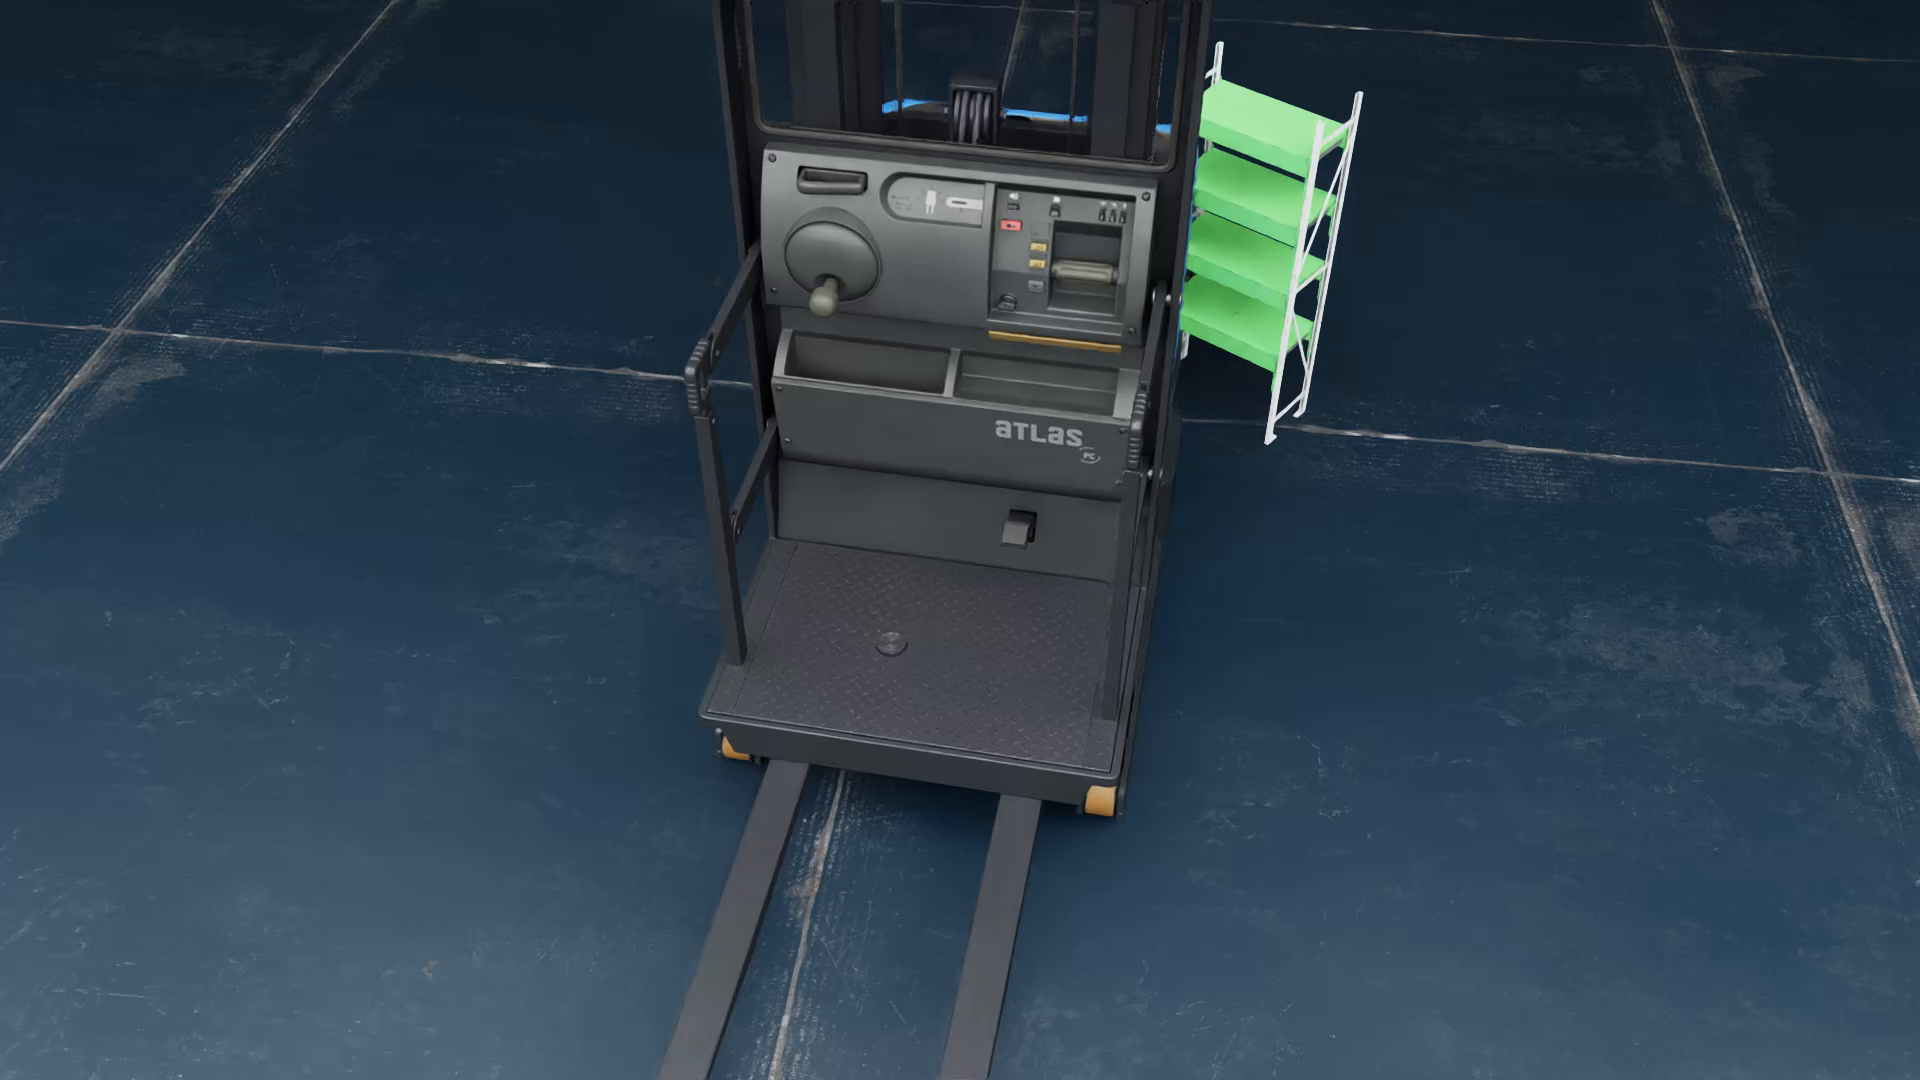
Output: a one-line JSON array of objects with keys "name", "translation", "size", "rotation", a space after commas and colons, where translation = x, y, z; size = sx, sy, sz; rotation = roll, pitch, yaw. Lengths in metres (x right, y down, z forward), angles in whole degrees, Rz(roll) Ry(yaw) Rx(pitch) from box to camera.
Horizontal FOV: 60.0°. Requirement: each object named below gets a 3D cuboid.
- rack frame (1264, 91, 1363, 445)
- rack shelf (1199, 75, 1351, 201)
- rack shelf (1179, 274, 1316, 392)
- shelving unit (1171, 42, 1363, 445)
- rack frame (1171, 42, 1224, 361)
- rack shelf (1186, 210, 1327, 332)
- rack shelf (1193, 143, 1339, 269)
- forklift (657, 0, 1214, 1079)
[{"name": "rack frame", "translation": [1.105, -0.821, 5.245], "size": [0.015, 1.200, 0.240], "rotation": [30, 51, 28]}, {"name": "rack shelf", "translation": [0.918, -1.231, 5.072], "size": [0.480, 0.148, 0.258], "rotation": [30, 51, 28]}, {"name": "rack shelf", "translation": [0.918, -0.708, 5.567], "size": [0.480, 0.148, 0.258], "rotation": [30, 51, 28]}, {"name": "shelving unit", "translation": [0.918, -0.929, 5.358], "size": [0.503, 1.200, 0.258], "rotation": [30, 51, 28]}, {"name": "rack frame", "translation": [0.731, -1.036, 5.472], "size": [0.015, 1.200, 0.240], "rotation": [30, 51, 28]}, {"name": "rack shelf", "translation": [0.918, -0.882, 5.402], "size": [0.480, 0.148, 0.258], "rotation": [30, 51, 28]}, {"name": "rack shelf", "translation": [0.918, -1.057, 5.237], "size": [0.480, 0.148, 0.258], "rotation": [30, 51, 28]}, {"name": "forklift", "translation": [-0.052, -0.605, 3.757], "size": [1.130, 2.935, 3.031], "rotation": [8, 44, 8]}]
